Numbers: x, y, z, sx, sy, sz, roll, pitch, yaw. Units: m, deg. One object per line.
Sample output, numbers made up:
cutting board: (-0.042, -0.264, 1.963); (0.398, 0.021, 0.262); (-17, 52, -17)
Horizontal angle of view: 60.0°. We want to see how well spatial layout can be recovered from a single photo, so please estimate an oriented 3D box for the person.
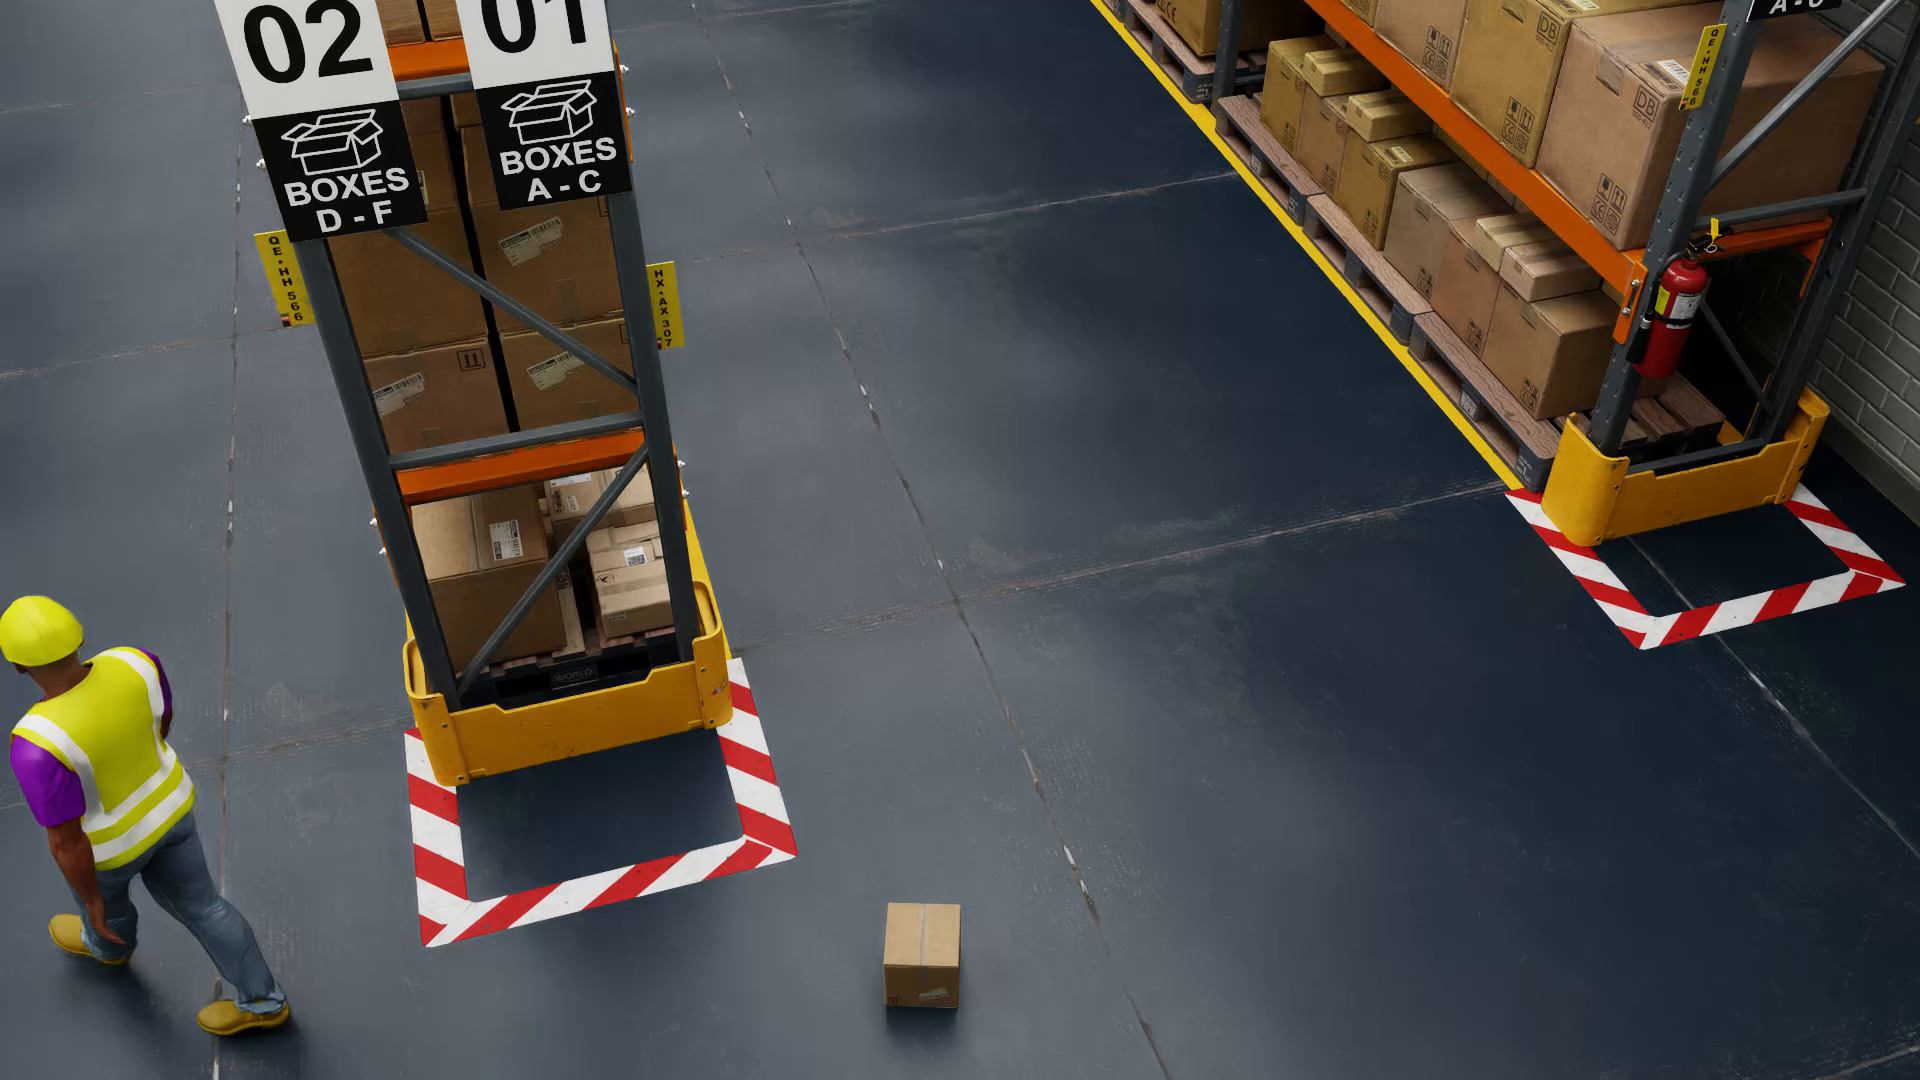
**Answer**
person: (-2.677, 0.841, 5.202); (0.986, 1.711, 0.631); (18, 45, 19)
